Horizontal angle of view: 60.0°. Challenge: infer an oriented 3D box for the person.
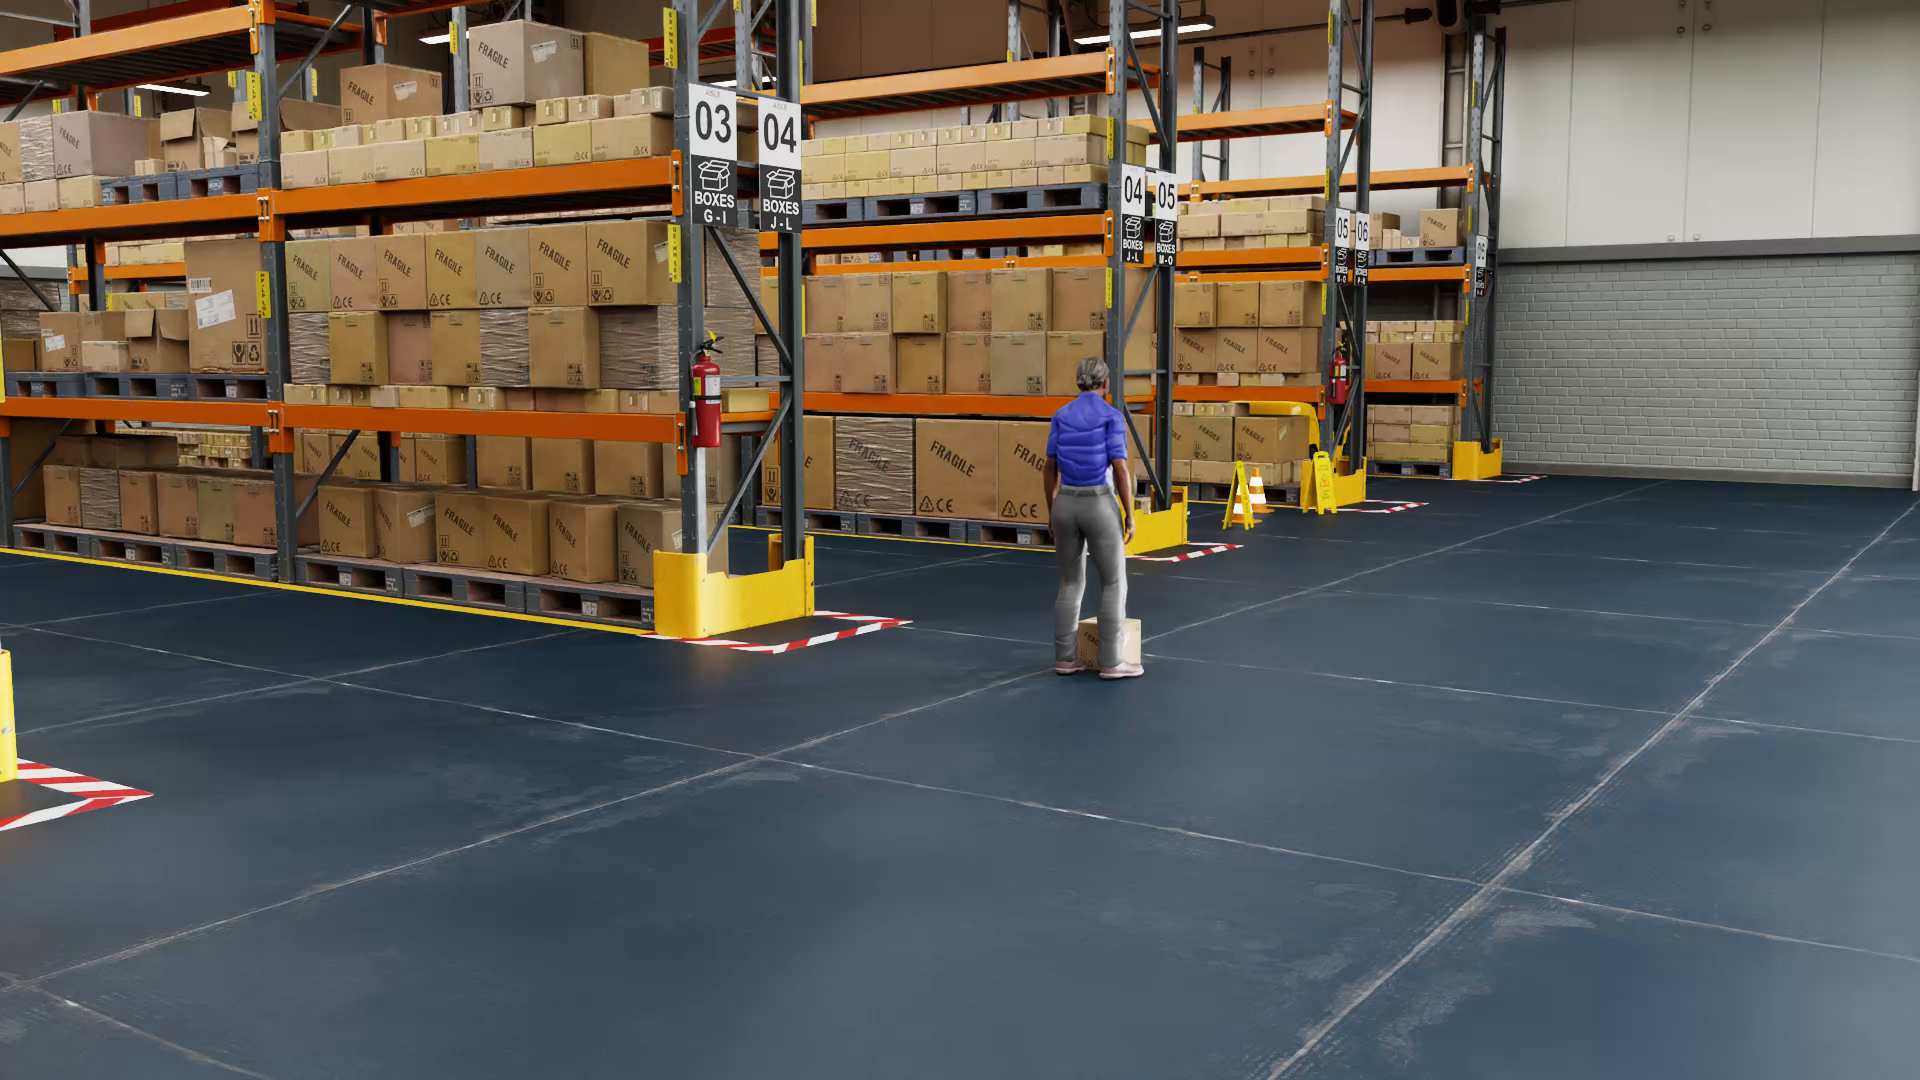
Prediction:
[{"bbox_3d":[0.677,-0.121,8.605,0.518,1.654,0.353,4,8,32],"label":"person"}]
